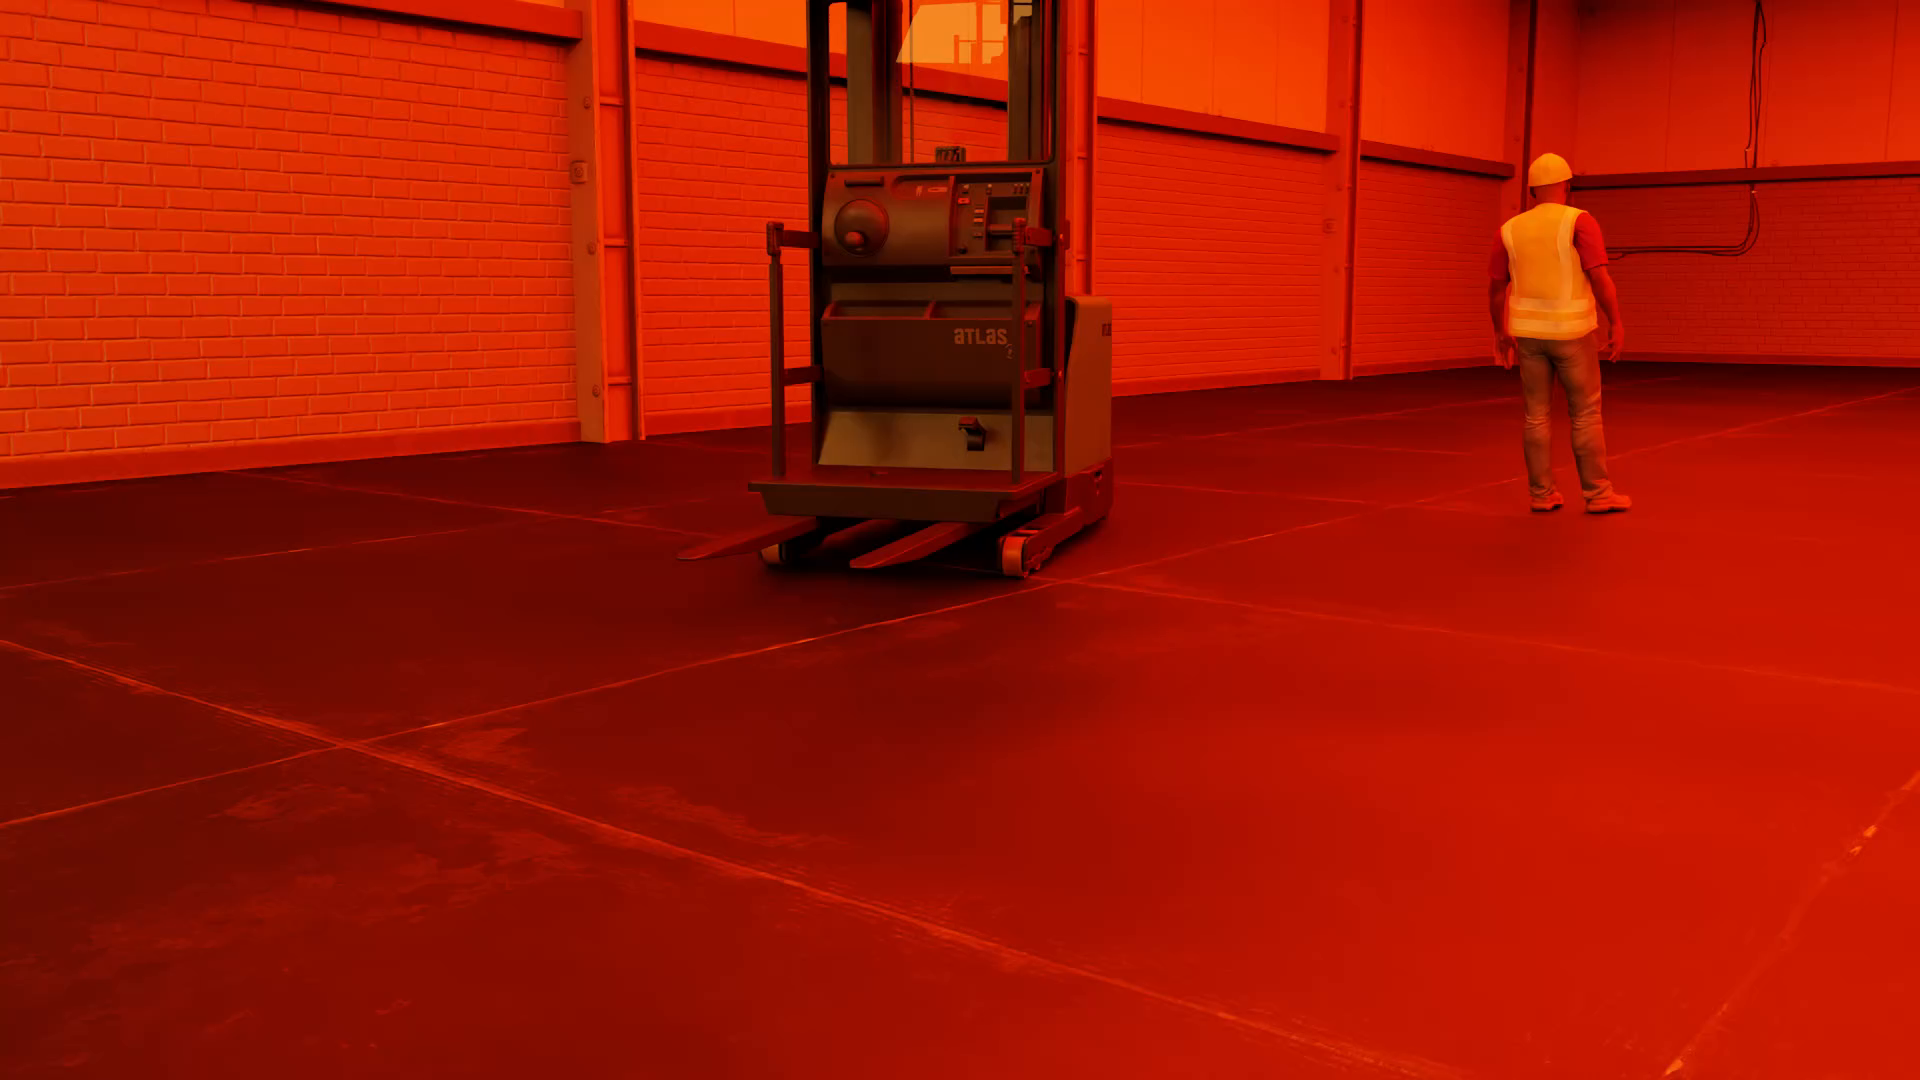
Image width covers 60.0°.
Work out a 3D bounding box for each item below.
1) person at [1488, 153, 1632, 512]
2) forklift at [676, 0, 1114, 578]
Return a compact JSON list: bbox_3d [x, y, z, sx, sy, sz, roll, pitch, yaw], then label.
[{"bbox_3d":[3.016,-1.038,8.349,0.666,1.766,0.577,8,12,44],"label":"person"},{"bbox_3d":[-0.176,-1.366,6.616,1.130,2.935,3.031,3,9,17],"label":"forklift"}]
